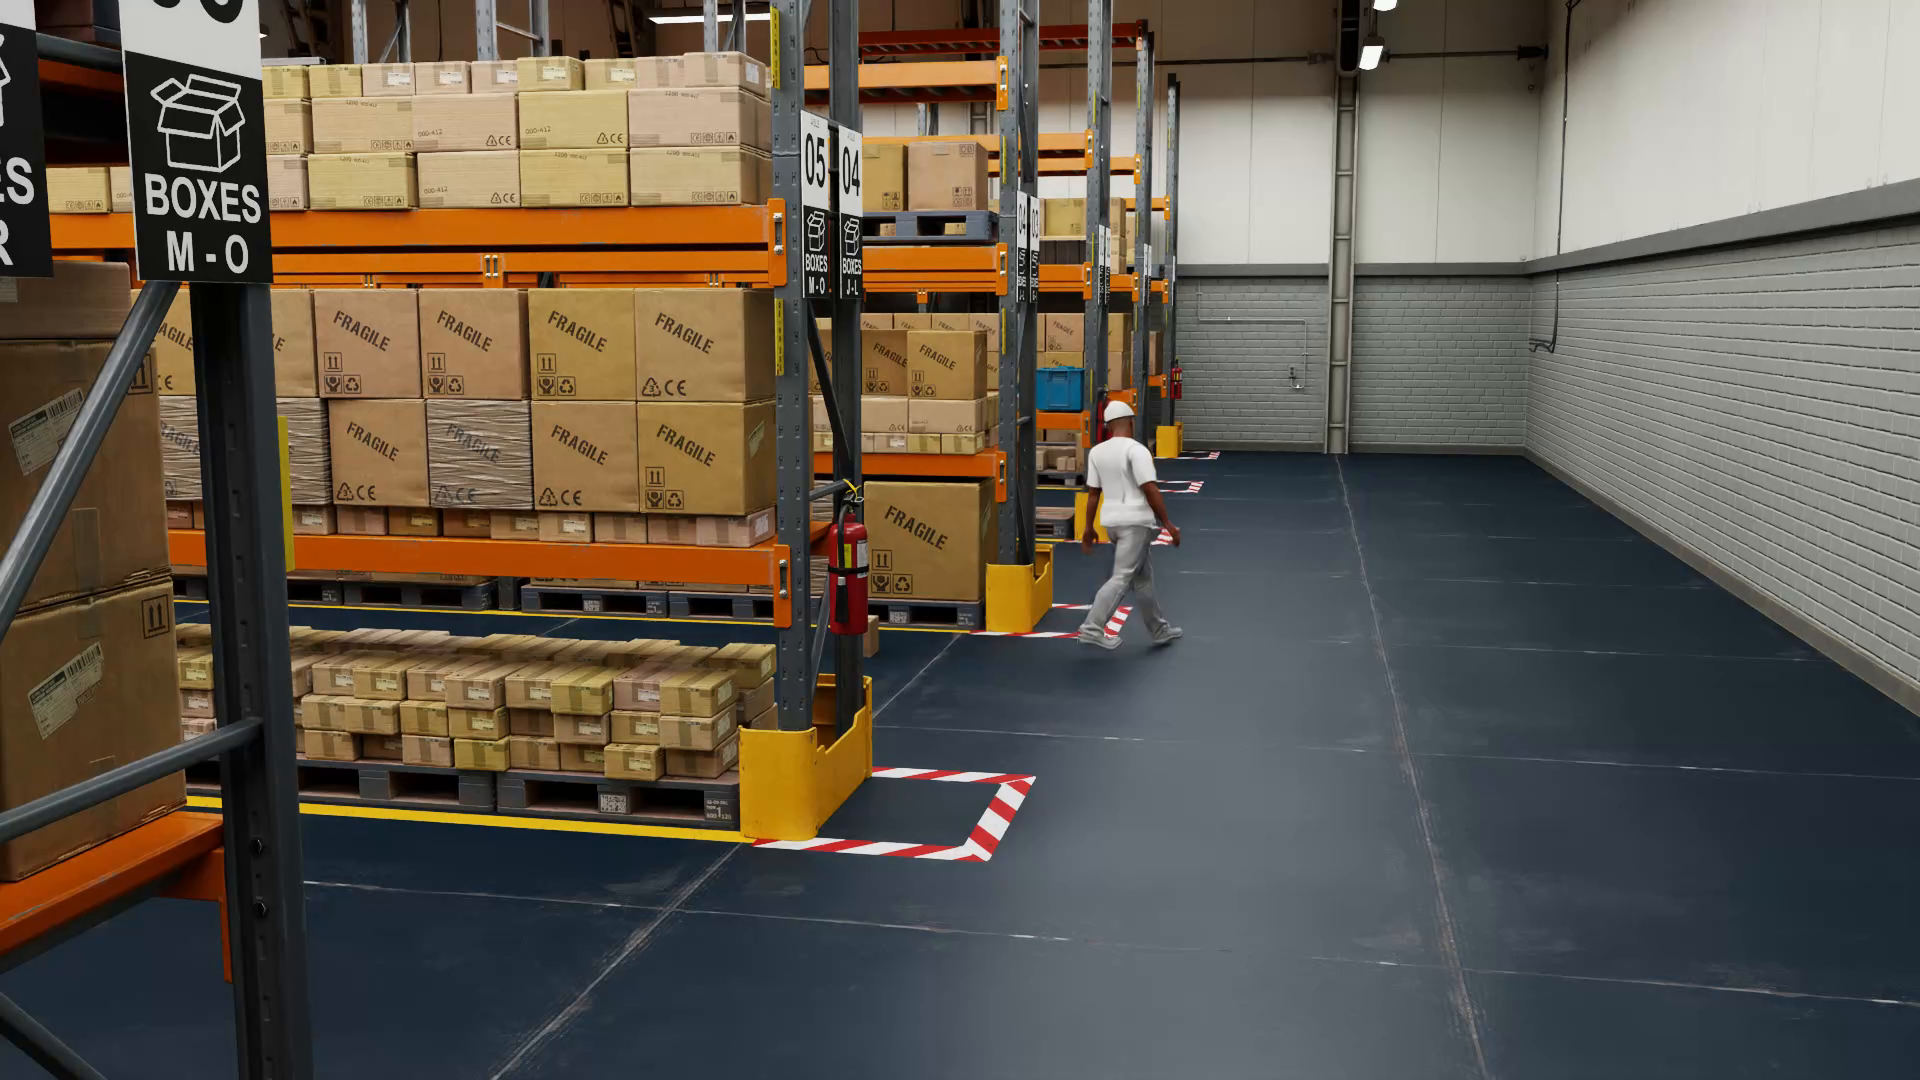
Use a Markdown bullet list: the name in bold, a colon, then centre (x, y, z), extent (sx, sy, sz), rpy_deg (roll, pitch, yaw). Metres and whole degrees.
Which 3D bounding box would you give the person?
- **person**: centre (1.197, -0.098, 11.490), extent (1.001, 1.719, 0.671), rpy_deg (-5, 9, -30)
